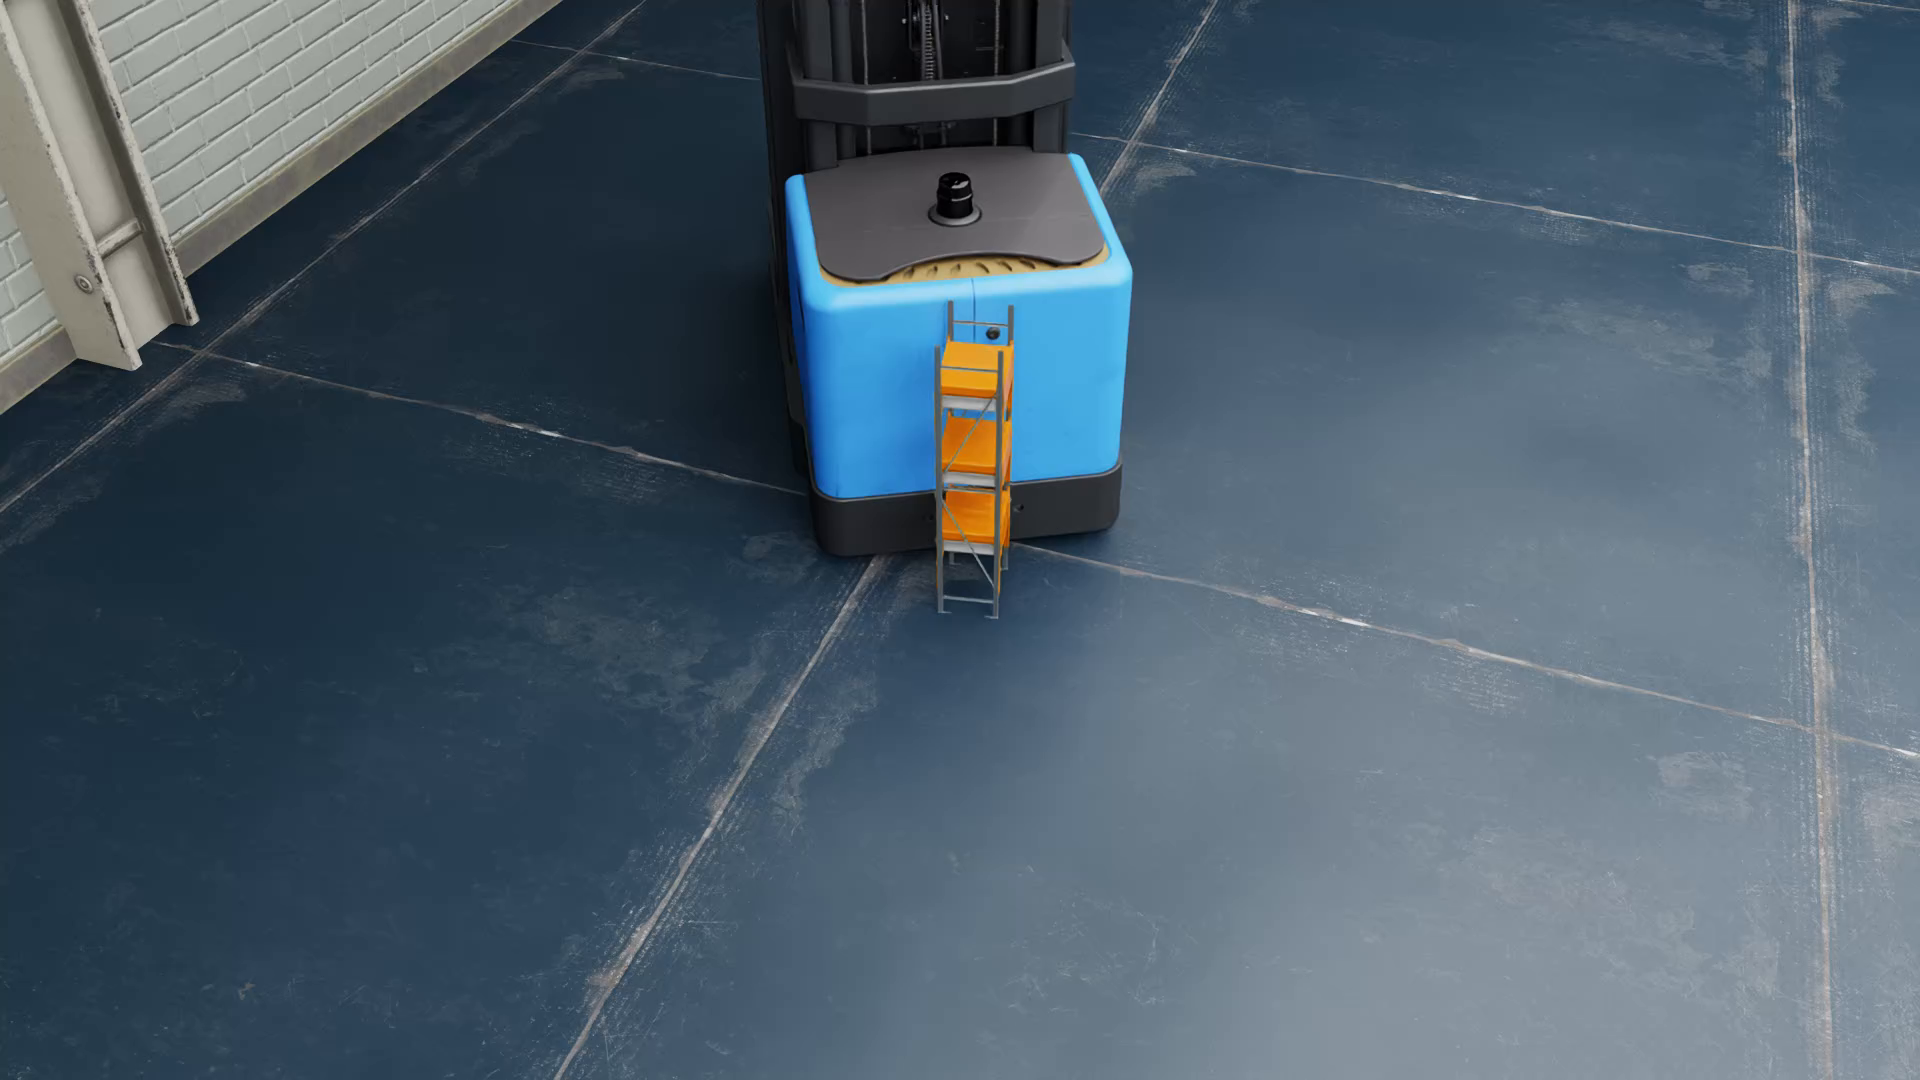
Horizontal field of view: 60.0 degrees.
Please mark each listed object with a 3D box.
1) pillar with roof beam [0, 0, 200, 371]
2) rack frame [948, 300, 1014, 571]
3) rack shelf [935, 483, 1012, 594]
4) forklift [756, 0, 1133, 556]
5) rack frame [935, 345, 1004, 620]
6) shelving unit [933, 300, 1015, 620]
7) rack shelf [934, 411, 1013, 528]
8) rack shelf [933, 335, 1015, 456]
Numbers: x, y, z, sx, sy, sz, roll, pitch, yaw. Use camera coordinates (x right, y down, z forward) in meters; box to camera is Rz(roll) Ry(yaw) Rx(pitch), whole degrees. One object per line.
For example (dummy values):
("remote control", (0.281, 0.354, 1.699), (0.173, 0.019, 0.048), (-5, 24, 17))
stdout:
("pillar with roof beam", (0.723, -3.286, 2.668), (9.100, 9.000, 0.400), (13, 42, 15))
("rack frame", (0.062, -0.307, 5.301), (0.200, 1.050, 0.008), (5, 41, 6))
("rack shelf", (0.044, -0.010, 5.397), (0.215, 0.259, 0.240), (5, 41, 6))
("forklift", (-0.192, -2.019, 5.858), (1.130, 2.935, 3.031), (-6, 41, -7))
("rack frame", (0.026, -0.151, 5.118), (0.200, 1.050, 0.008), (5, 41, 6))
("shelving unit", (0.044, -0.229, 5.210), (0.215, 1.050, 0.252), (5, 41, 6))
("rack shelf", (0.044, -0.221, 5.216), (0.215, 0.259, 0.240), (5, 41, 6))
("rack shelf", (0.044, -0.437, 5.032), (0.215, 0.259, 0.240), (5, 41, 6))
